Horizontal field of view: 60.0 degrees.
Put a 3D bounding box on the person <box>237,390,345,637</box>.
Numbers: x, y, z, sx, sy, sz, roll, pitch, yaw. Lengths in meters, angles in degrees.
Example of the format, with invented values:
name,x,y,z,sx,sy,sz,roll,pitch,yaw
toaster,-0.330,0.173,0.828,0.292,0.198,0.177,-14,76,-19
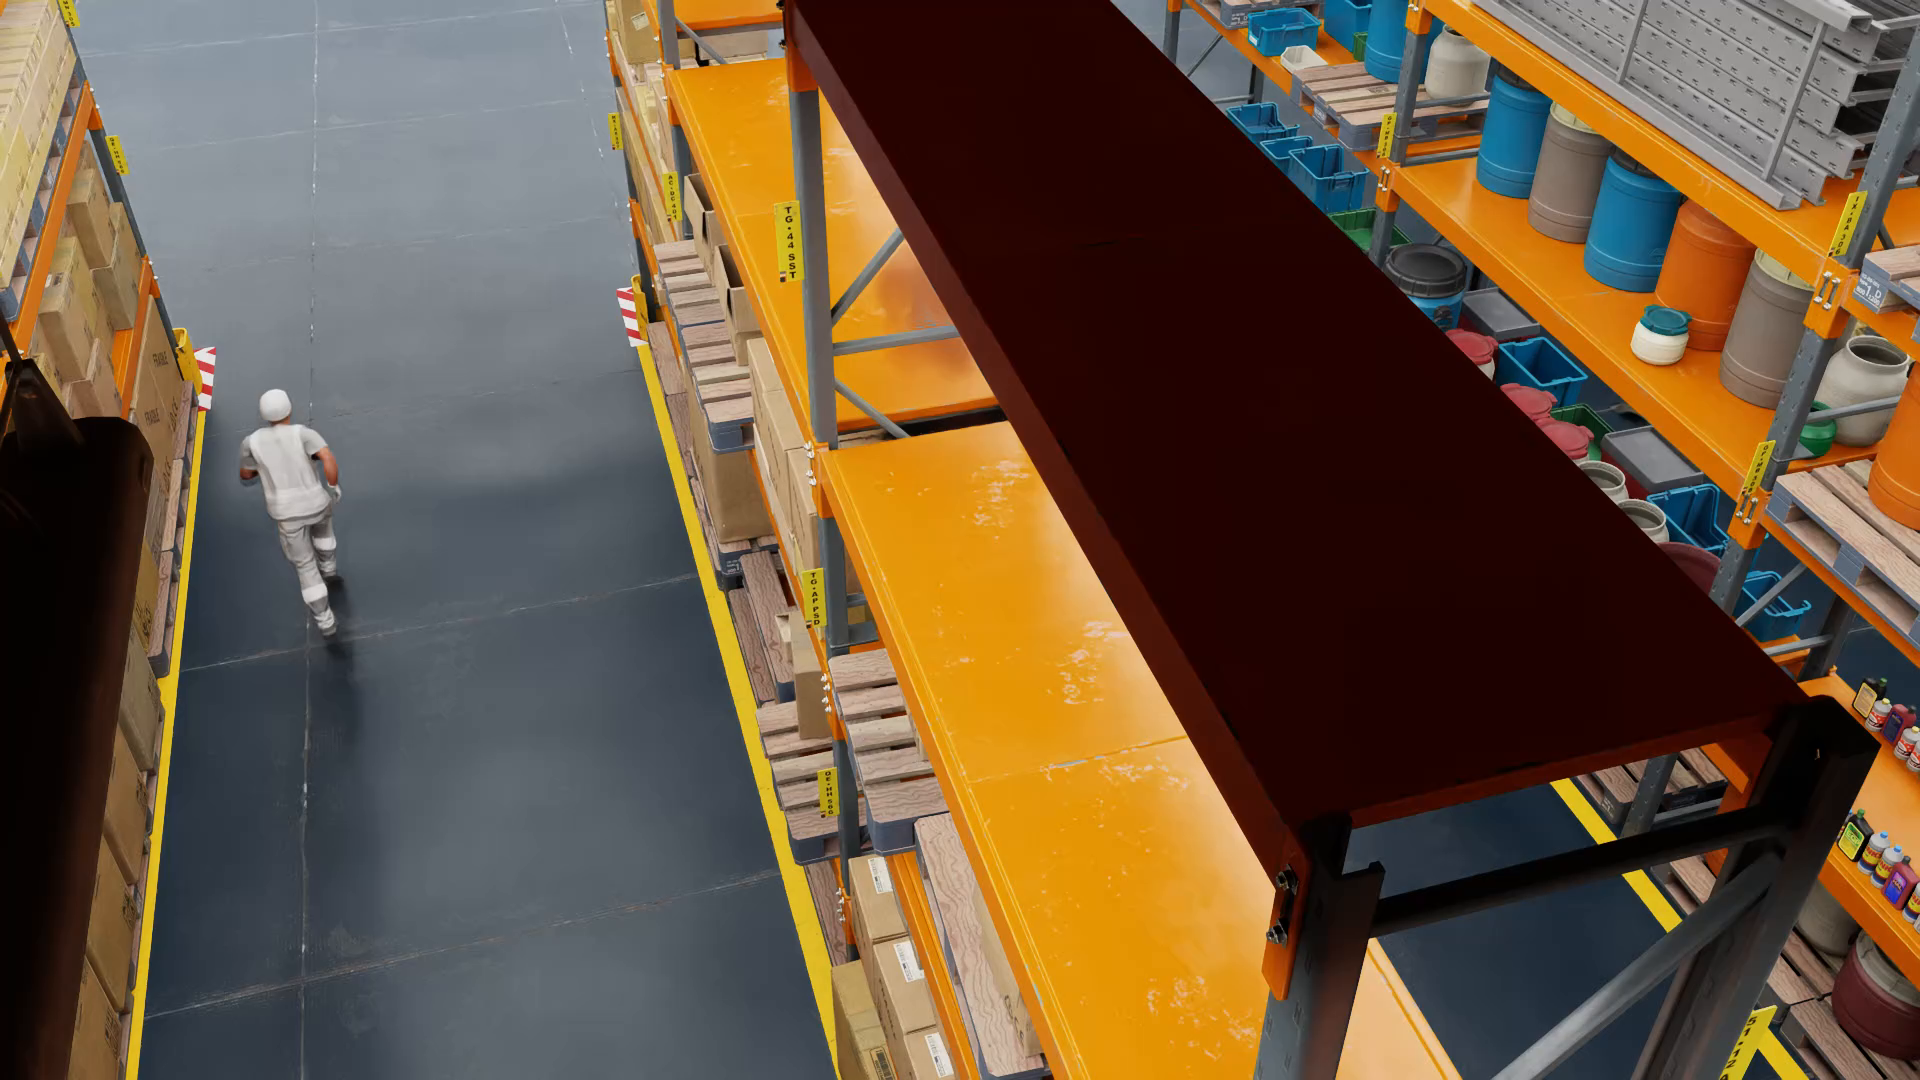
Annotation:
name,x,y,z,sx,sy,sz,roll,pitch,yaw
person,-4.603,-0.168,11.635,0.649,1.782,0.972,-14,41,-17

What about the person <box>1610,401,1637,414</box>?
name,x,y,z,sx,sy,sz,roll,pitch,yaw
person,5.873,-1.562,13.469,0.697,1.732,1.029,-19,42,-23
